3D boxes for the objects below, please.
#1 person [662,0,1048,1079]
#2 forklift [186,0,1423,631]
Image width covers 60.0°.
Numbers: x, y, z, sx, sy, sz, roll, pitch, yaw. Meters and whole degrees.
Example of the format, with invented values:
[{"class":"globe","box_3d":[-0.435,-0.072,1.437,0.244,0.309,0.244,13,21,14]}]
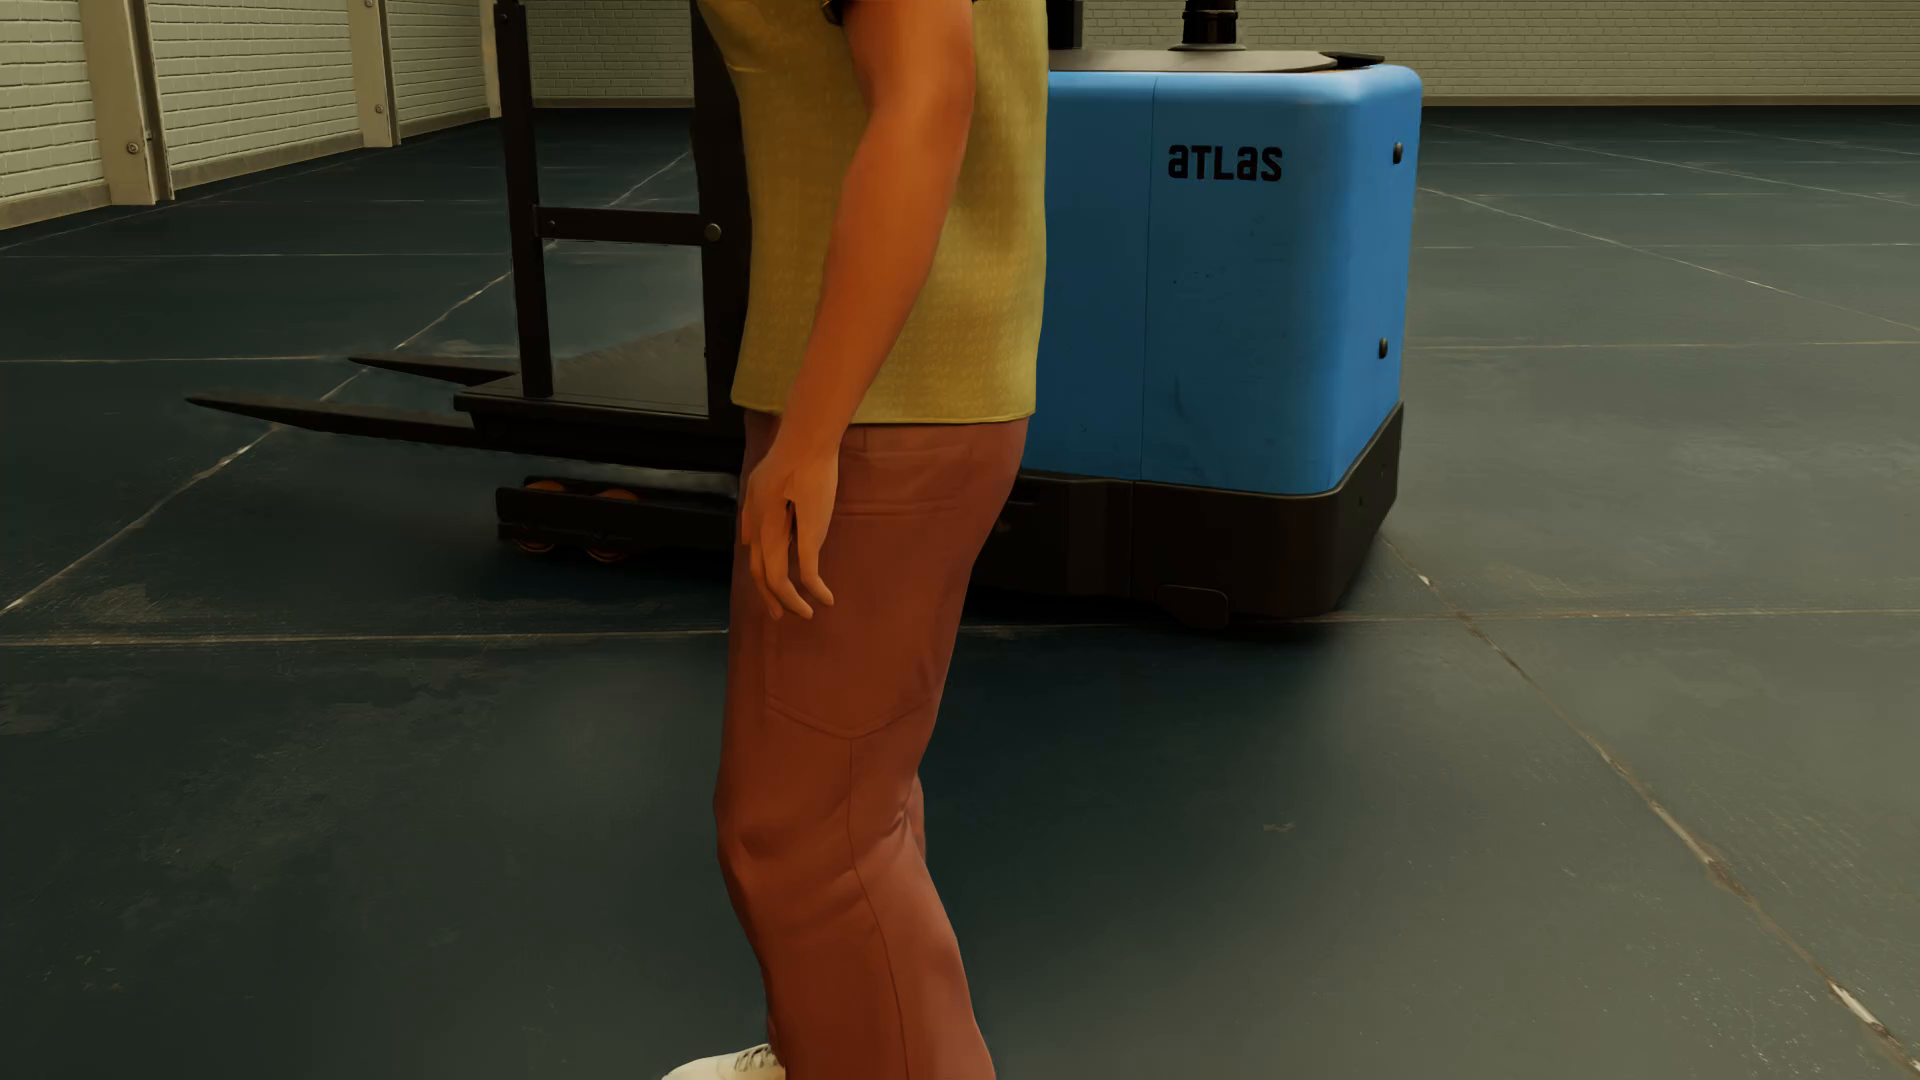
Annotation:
[{"class":"person","box_3d":[-0.129,-0.002,1.481,0.405,1.431,0.592,0,17,1]},{"class":"forklift","box_3d":[-0.515,-1.484,3.758,3.031,2.935,1.130,7,18,21]}]
